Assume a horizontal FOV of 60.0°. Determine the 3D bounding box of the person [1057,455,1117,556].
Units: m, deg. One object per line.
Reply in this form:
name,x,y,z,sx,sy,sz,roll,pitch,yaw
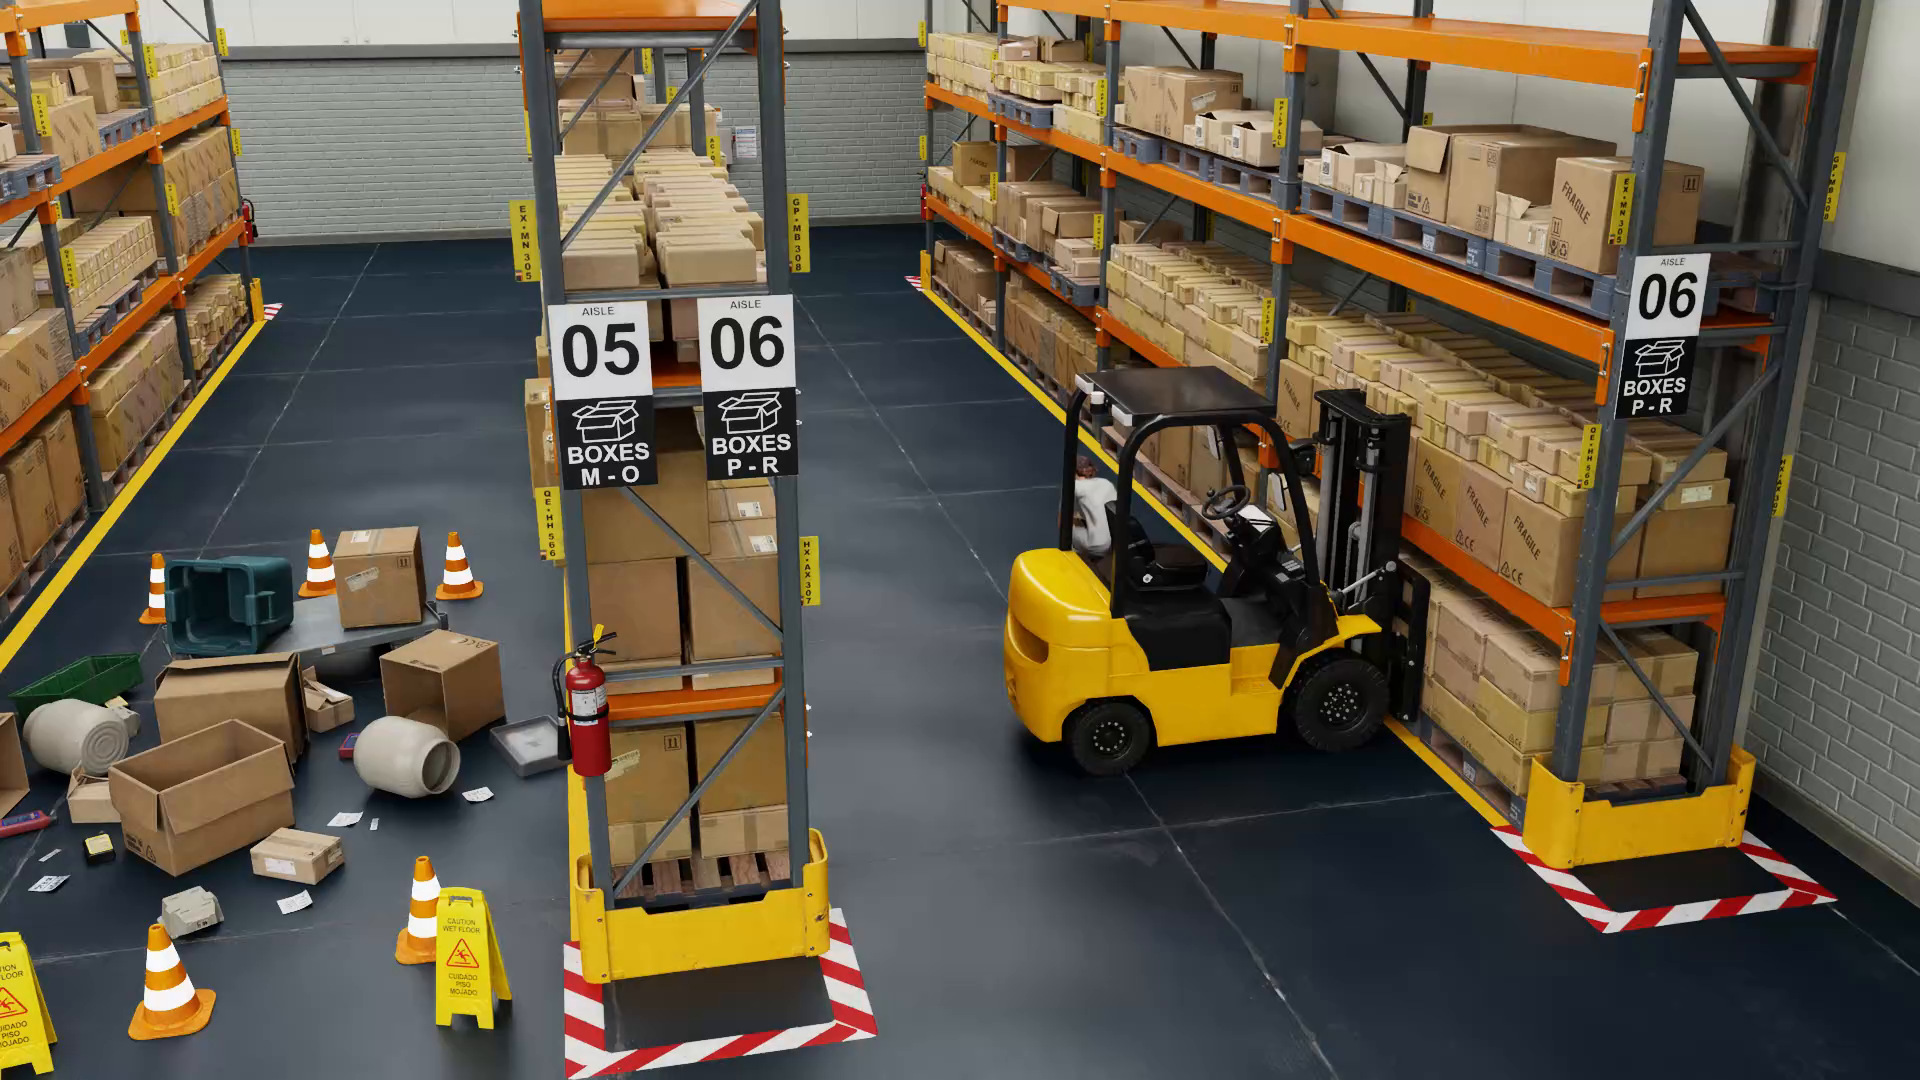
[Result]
person,1.012,-0.122,12.521,0.490,0.935,0.805,-5,20,-12
